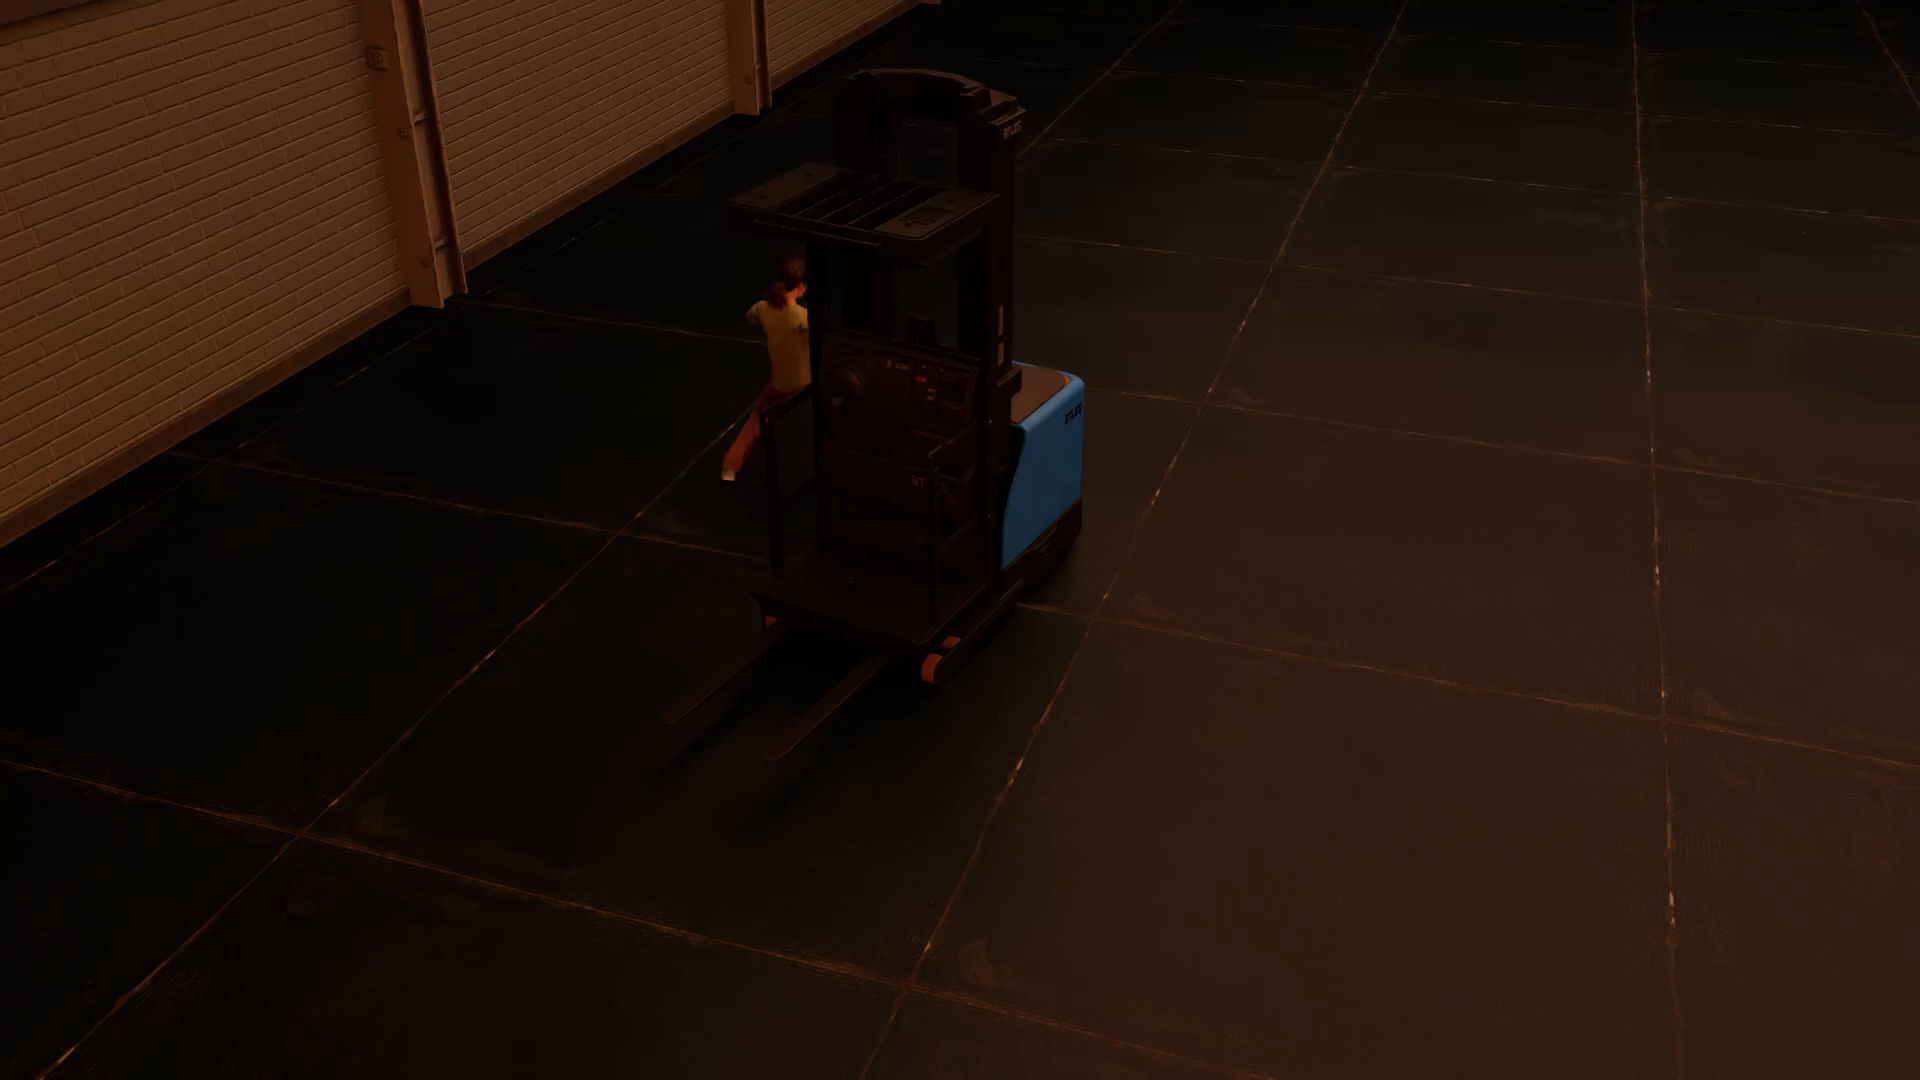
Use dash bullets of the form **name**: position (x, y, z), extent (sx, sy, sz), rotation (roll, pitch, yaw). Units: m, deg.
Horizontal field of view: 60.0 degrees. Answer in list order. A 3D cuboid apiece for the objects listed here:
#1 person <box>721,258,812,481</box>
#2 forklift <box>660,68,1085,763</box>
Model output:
- **person**: position (-0.982, -1.081, 10.514), extent (0.982, 1.516, 0.961), rotation (19, 35, 30)
- **forklift**: position (-0.429, -0.769, 8.485), extent (1.130, 2.935, 3.031), rotation (16, 33, 25)
